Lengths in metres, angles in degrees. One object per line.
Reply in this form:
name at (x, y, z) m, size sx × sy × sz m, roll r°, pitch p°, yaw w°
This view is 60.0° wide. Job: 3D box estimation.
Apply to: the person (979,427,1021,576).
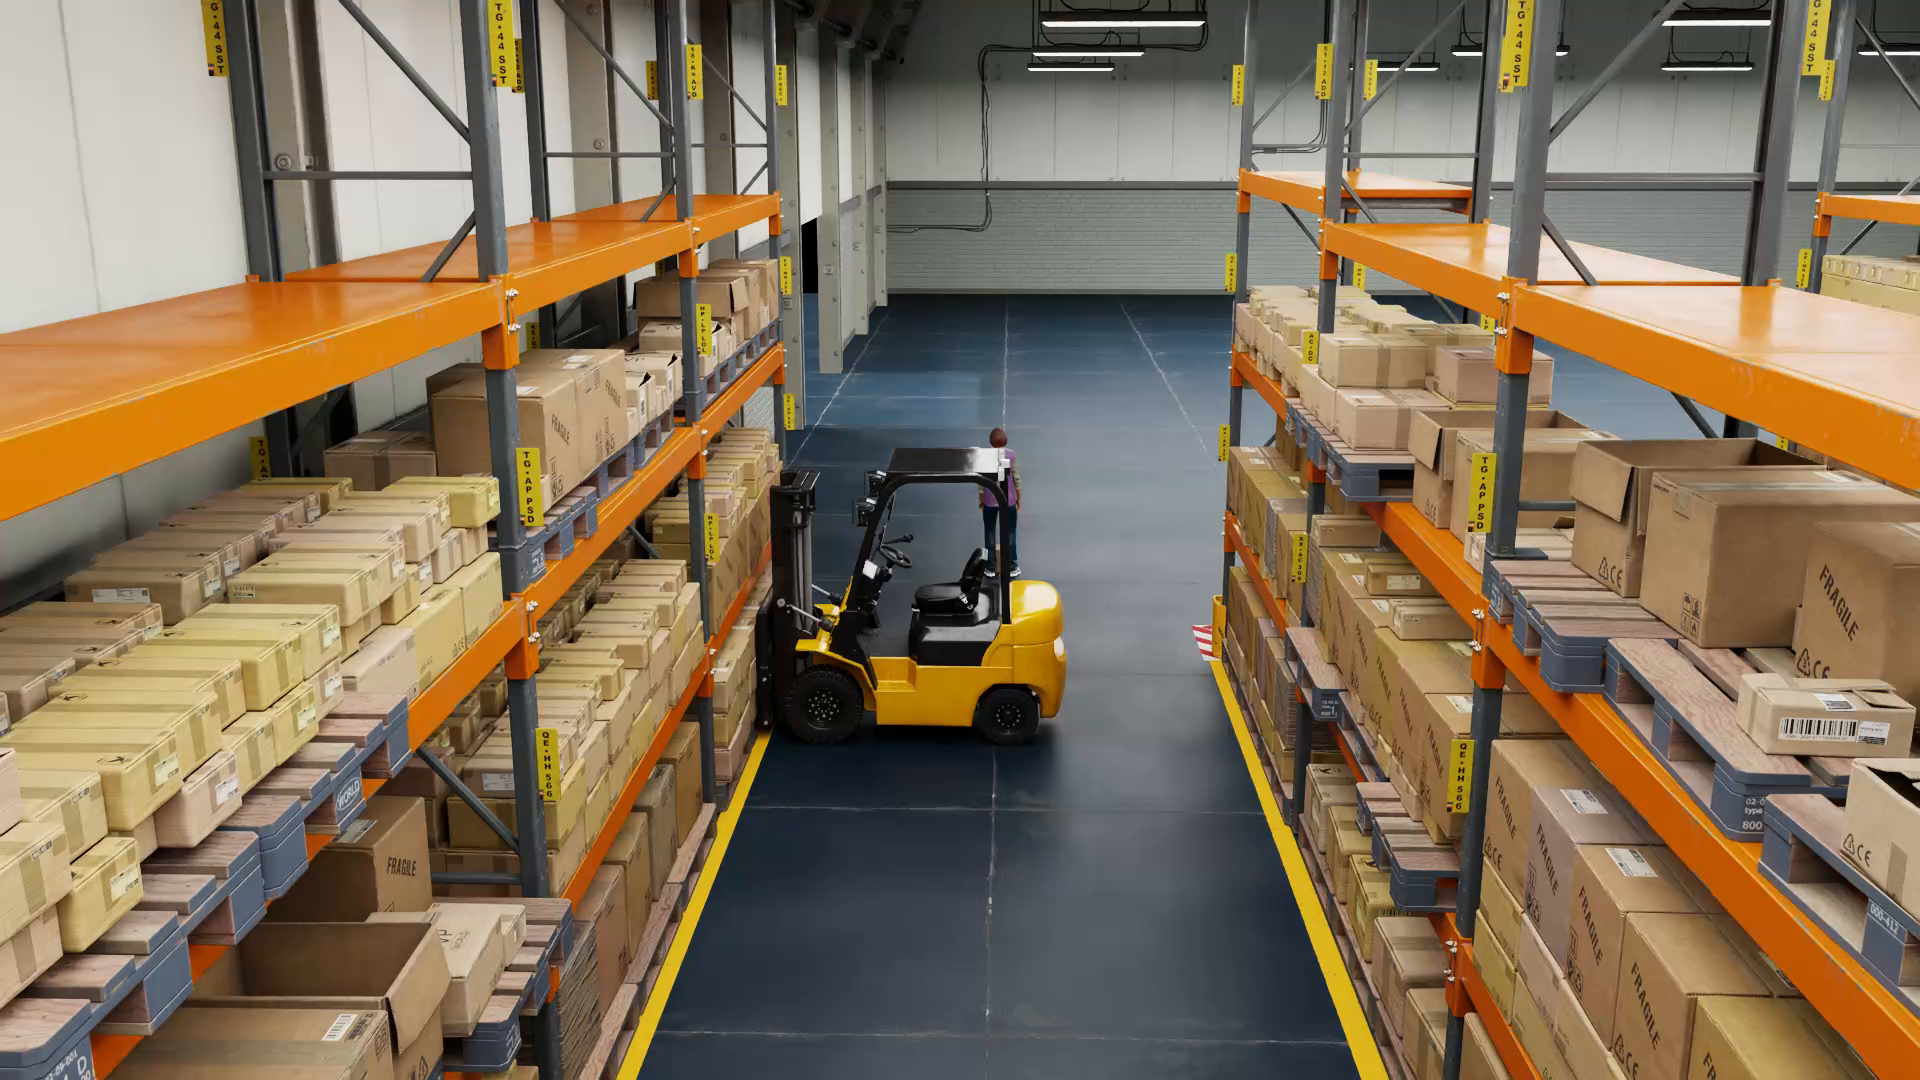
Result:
person at (0.423, -0.393, 17.581) m, size 0.450 × 1.593 × 0.346 m, roll 0°, pitch 14°, yaw 2°
